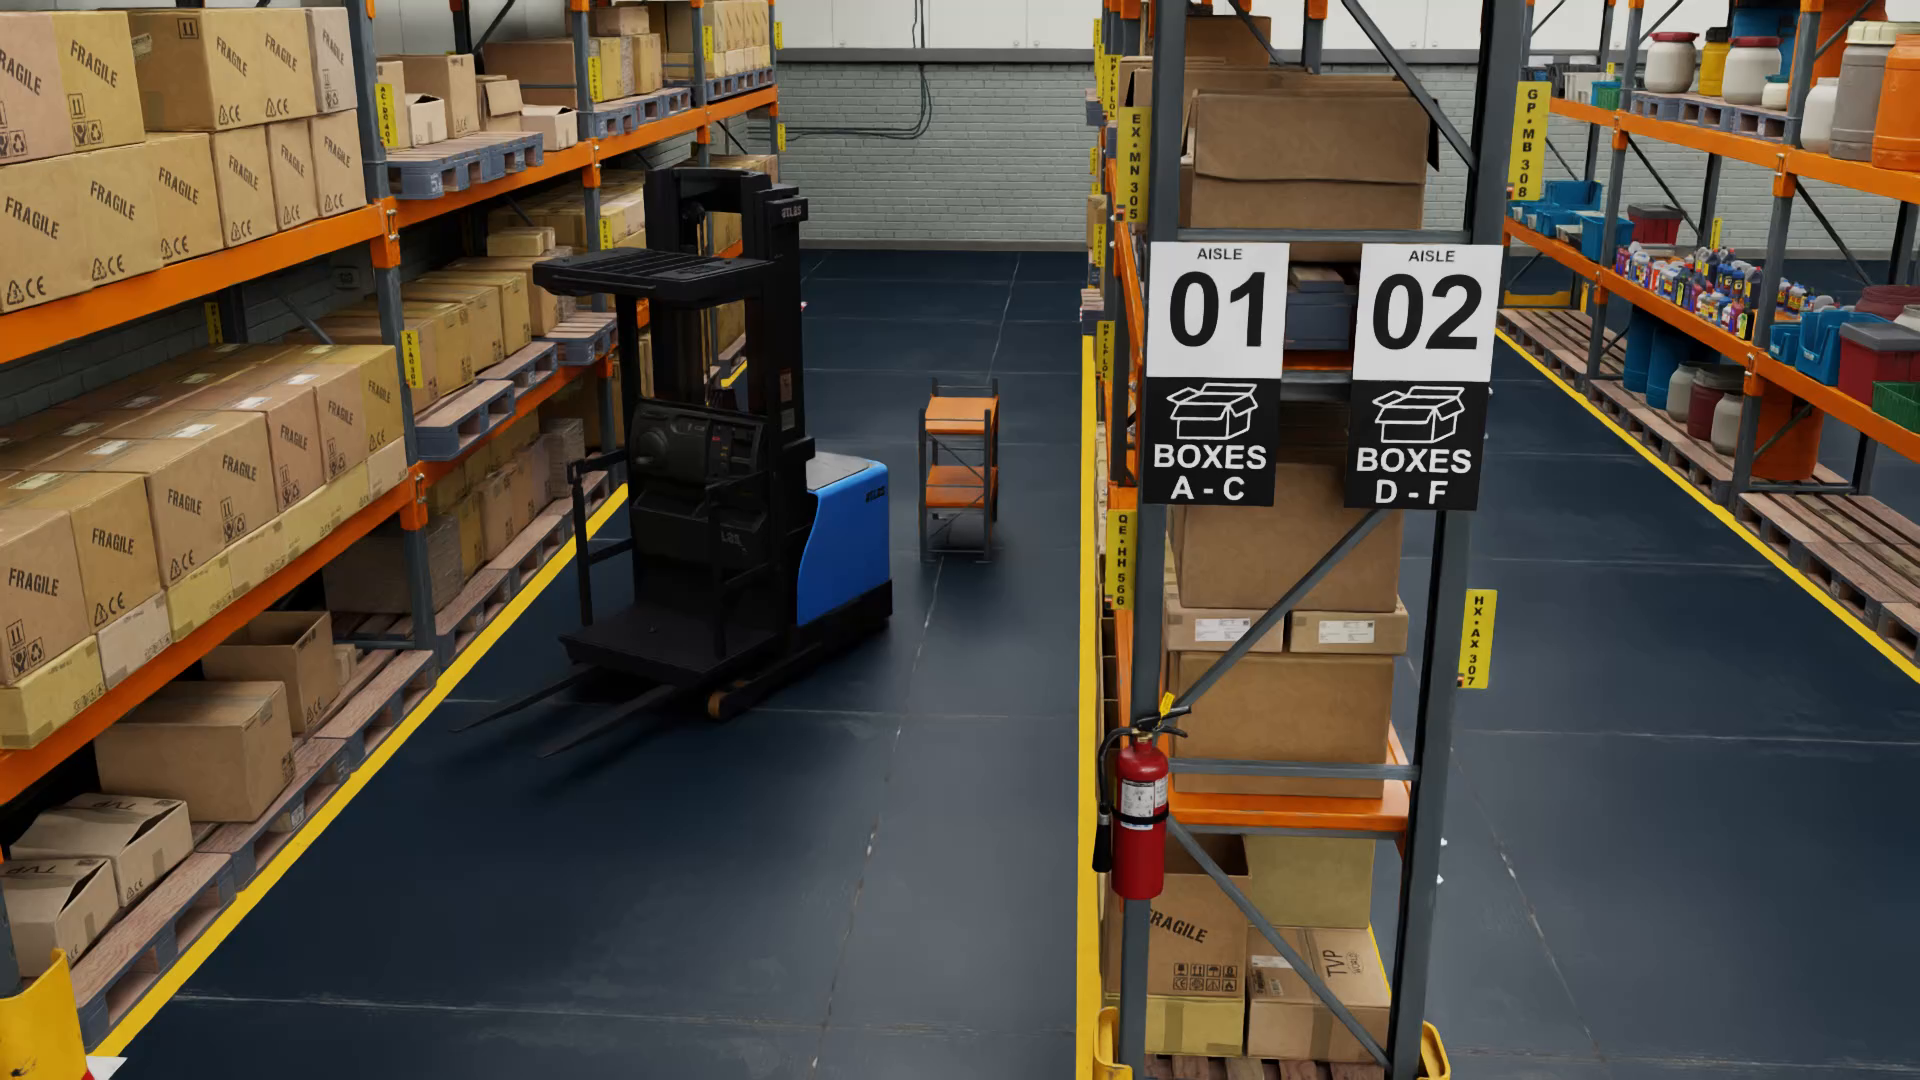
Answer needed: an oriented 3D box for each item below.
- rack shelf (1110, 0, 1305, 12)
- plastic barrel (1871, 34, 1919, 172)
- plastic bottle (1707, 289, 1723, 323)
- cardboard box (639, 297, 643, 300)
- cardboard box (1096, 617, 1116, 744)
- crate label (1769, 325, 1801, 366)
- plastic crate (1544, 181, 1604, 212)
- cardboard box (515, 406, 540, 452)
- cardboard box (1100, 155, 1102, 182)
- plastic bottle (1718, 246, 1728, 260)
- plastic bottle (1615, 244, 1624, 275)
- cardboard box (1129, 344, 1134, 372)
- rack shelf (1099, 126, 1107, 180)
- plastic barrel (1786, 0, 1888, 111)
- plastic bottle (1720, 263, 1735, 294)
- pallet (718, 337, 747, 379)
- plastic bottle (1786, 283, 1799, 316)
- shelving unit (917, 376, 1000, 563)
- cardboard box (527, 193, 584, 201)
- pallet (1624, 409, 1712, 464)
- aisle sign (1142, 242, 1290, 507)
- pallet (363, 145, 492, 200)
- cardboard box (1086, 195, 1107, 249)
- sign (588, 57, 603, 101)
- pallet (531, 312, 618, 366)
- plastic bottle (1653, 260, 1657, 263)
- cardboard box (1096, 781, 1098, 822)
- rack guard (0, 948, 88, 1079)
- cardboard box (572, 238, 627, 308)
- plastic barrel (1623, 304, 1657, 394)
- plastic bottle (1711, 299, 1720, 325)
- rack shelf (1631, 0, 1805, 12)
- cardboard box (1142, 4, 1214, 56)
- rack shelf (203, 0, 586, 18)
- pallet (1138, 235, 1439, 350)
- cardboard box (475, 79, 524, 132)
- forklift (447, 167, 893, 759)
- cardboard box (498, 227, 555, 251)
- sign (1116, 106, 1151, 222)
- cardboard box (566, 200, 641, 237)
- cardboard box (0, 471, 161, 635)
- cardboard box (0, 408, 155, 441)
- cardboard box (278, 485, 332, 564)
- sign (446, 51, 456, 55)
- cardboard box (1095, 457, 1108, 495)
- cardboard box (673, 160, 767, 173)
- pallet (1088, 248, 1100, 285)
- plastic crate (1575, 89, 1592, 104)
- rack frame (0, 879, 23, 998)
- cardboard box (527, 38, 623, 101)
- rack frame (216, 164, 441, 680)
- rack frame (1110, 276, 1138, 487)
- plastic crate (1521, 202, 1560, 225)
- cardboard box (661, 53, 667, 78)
[{"bbox_3d":[1.474,-3.440,10.268,1.077,0.370,4.000,1,18,4],"label":"rack shelf"},{"bbox_3d":[6.236,-2.807,10.665,0.600,0.830,0.708,1,18,4],"label":"plastic barrel"},{"bbox_3d":[6.232,-1.933,13.711,0.097,0.271,0.097,0,18,0],"label":"plastic bottle"},{"bbox_3d":[-3.005,-2.239,14.812,0.380,0.149,0.250,2,18,5],"label":"cardboard box"},{"bbox_3d":[0.914,0.698,8.012,0.500,0.500,0.500,1,18,4],"label":"cardboard box"},{"bbox_3d":[6.154,-1.429,12.235,0.303,0.233,0.416,1,18,4],"label":"crate label"},{"bbox_3d":[7.294,-4.053,19.821,0.616,0.435,0.499,1,18,4],"label":"plastic crate"},{"bbox_3d":[-3.427,-0.829,12.240,0.500,0.250,0.500,2,18,5],"label":"cardboard box"},{"bbox_3d":[1.682,-3.670,17.041,0.500,0.500,0.500,1,18,4],"label":"cardboard box"},{"bbox_3d":[7.105,-2.557,15.488,0.144,0.351,0.185,1,18,4],"label":"plastic bottle"},{"bbox_3d":[6.393,-2.713,16.074,0.061,0.283,0.133,1,18,4],"label":"plastic bottle"},{"bbox_3d":[1.360,-1.427,12.103,0.500,0.311,0.500,1,18,3],"label":"cardboard box"},{"bbox_3d":[1.761,-3.447,14.465,1.077,0.370,4.000,1,18,4],"label":"rack shelf"},{"bbox_3d":[6.602,-3.636,12.521,0.600,0.830,0.708,1,18,4],"label":"plastic barrel"},{"bbox_3d":[6.941,-2.368,15.038,0.097,0.271,0.097,0,18,0],"label":"plastic bottle"},{"bbox_3d":[-2.904,-2.004,18.199,1.003,0.211,1.213,1,18,4],"label":"pallet"},{"bbox_3d":[7.013,-2.019,13.975,0.097,0.271,0.097,0,18,0],"label":"plastic bottle"},{"bbox_3d":[0.000,-0.537,12.254,0.538,1.125,1.048,1,18,4],"label":"shelving unit"},{"bbox_3d":[-3.469,-2.873,14.500,0.500,0.250,0.500,1,18,3],"label":"cardboard box"},{"bbox_3d":[6.663,-0.929,14.920,1.003,0.211,1.213,1,18,4],"label":"pallet"},{"bbox_3d":[0.746,-0.479,4.894,0.394,0.787,0.004,1,18,4],"label":"aisle sign"},{"bbox_3d":[-3.460,-2.135,9.607,1.213,0.211,1.003,1,18,4],"label":"pallet"},{"bbox_3d":[1.647,-3.090,16.201,0.700,0.500,0.500,-5,19,-15],"label":"cardboard box"},{"bbox_3d":[-2.782,-3.510,12.671,0.100,0.325,0.005,1,18,4],"label":"sign"},{"bbox_3d":[-3.268,-1.537,12.605,1.213,0.211,1.003,1,18,4],"label":"pallet"},{"bbox_3d":[6.531,-2.533,15.655,0.097,0.201,0.097,0,18,0],"label":"plastic bottle"},{"bbox_3d":[0.883,1.210,7.655,0.500,0.250,0.500,1,18,4],"label":"cardboard box"},{"bbox_3d":[-3.892,1.797,6.136,1.175,0.500,0.348,1,18,4],"label":"rack guard"},{"bbox_3d":[-3.033,-2.196,13.636,0.500,0.500,0.500,2,18,6],"label":"cardboard box"},{"bbox_3d":[6.789,-1.907,16.121,0.600,0.901,0.708,1,18,4],"label":"plastic barrel"},{"bbox_3d":[6.225,-1.869,13.630,0.097,0.201,0.097,0,18,0],"label":"plastic bottle"},{"bbox_3d":[6.701,-4.571,13.719,1.077,0.370,4.000,1,18,4],"label":"rack shelf"},{"bbox_3d":[1.655,-3.826,12.699,0.500,0.500,0.500,1,18,4],"label":"cardboard box"},{"bbox_3d":[-3.467,-3.550,10.602,1.077,0.370,4.000,1,18,4],"label":"rack shelf"},{"bbox_3d":[1.121,-0.860,5.556,1.003,0.211,1.213,1,18,4],"label":"pallet"},{"bbox_3d":[-3.509,-2.935,11.549,0.797,0.503,0.637,4,19,12],"label":"cardboard box"},{"bbox_3d":[-1.623,-0.544,9.376,1.130,2.935,3.031,10,21,29],"label":"forklift"},{"bbox_3d":[-3.318,-2.309,12.744,0.380,0.149,0.250,-1,18,-3],"label":"cardboard box"},{"bbox_3d":[0.504,-1.083,4.799,0.100,0.325,0.005,1,18,4],"label":"sign"},{"bbox_3d":[-2.996,-2.709,13.998,0.500,0.250,0.500,1,18,3],"label":"cardboard box"},{"bbox_3d":[-3.518,0.043,6.478,0.500,0.500,0.500,1,18,4],"label":"cardboard box"},{"bbox_3d":[-3.961,-0.286,7.484,0.500,0.500,0.500,2,18,5],"label":"cardboard box"},{"bbox_3d":[-3.407,-0.083,8.068,0.500,0.250,0.500,1,18,4],"label":"cardboard box"},{"bbox_3d":[-3.877,-3.576,12.744,0.100,0.325,0.005,1,18,4],"label":"sign"},{"bbox_3d":[1.219,-0.424,11.741,0.500,0.311,0.500,1,18,2],"label":"cardboard box"},{"bbox_3d":[-2.818,-4.094,19.619,0.980,0.700,0.700,1,18,3],"label":"cardboard box"},{"bbox_3d":[1.738,-2.648,15.995,1.003,0.211,1.213,1,18,4],"label":"pallet"},{"bbox_3d":[6.556,-4.577,17.180,0.293,0.136,0.466,1,18,4],"label":"plastic crate"},{"bbox_3d":[-3.894,0.633,5.675,0.949,2.616,0.053,1,18,4],"label":"rack frame"},{"bbox_3d":[-3.308,-4.023,14.200,0.700,0.500,0.500,2,18,7],"label":"cardboard box"},{"bbox_3d":[-3.610,-0.610,9.466,1.000,3.000,0.127,1,18,4],"label":"rack frame"},{"bbox_3d":[1.331,-0.500,9.133,1.000,3.000,0.127,1,18,4],"label":"rack frame"},{"bbox_3d":[6.738,-3.791,19.347,0.416,0.233,0.300,1,18,4],"label":"plastic crate"},{"bbox_3d":[-3.222,-4.913,17.189,0.500,0.250,0.500,1,18,4],"label":"cardboard box"}]
